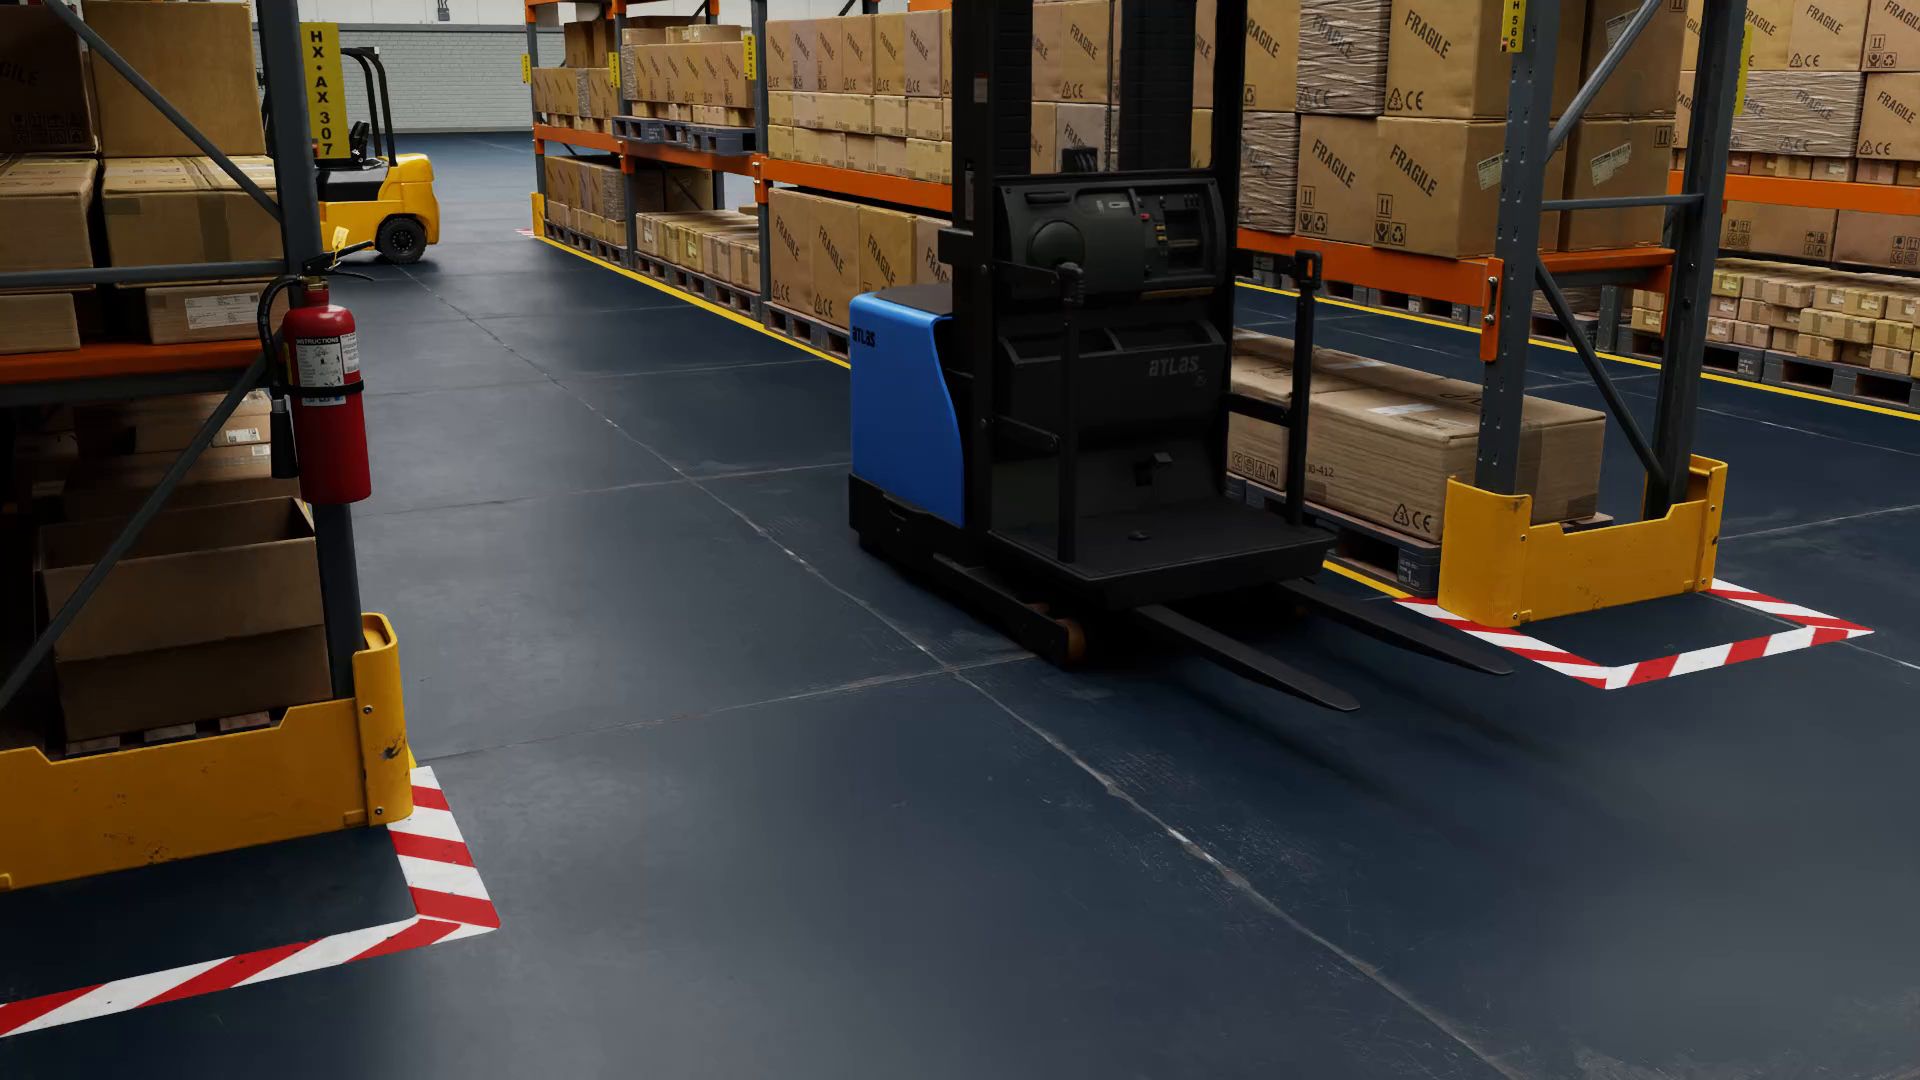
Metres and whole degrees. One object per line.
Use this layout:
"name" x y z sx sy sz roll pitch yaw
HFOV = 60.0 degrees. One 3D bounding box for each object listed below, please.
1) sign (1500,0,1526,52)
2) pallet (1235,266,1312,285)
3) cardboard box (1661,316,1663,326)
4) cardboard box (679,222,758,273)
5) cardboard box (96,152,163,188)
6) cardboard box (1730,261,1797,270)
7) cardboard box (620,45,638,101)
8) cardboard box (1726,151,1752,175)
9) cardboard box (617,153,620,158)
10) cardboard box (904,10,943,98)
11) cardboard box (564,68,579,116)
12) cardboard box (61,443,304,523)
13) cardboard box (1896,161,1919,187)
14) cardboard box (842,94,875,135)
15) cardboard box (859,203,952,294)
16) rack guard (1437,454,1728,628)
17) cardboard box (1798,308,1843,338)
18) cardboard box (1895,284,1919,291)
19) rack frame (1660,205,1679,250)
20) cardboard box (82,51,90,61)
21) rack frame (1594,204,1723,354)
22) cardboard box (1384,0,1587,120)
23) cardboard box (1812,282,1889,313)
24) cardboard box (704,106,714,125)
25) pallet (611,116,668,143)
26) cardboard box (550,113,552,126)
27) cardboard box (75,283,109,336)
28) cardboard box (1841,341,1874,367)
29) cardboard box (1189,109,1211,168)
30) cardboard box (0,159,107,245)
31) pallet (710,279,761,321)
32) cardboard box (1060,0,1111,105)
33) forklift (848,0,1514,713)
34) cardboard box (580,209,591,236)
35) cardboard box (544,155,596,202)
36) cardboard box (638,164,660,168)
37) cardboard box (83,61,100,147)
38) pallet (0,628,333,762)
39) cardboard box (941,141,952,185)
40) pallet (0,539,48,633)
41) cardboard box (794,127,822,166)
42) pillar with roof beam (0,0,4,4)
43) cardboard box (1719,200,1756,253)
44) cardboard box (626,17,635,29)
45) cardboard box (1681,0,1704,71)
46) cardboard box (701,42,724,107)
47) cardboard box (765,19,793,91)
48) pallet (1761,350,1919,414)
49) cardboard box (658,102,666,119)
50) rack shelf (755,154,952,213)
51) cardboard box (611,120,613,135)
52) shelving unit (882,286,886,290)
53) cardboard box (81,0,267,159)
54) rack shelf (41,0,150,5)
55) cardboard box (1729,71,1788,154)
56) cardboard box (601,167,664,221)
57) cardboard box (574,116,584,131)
"sign" 1.903 -1.838 5.688 0.100 0.325 0.005 -8 18 -25
"pallet" 3.020 -2.701 16.279 1.003 0.211 1.213 -8 18 -25
"cardboard box" 5.037 -1.481 11.381 0.380 0.149 0.250 -7 17 -23
"cardboard box" -2.004 -2.664 15.098 0.950 0.372 0.625 -7 17 -23
"cardboard box" -2.710 -1.219 5.794 0.500 0.250 0.500 -8 18 -26
"cardboard box" 5.587 -1.847 11.577 0.380 0.149 0.250 -7 18 -24
"cardboard box" -2.913 -4.447 15.827 0.500 0.500 0.500 -7 18 -24
"cardboard box" 5.224 -2.499 10.977 0.380 0.149 0.250 -9 18 -27
"cardboard box" -3.699 -4.437 18.961 0.380 0.149 0.250 -7 18 -24
"cardboard box" -0.011 -2.958 10.126 0.500 0.500 0.500 -7 18 -24
"cardboard box" -3.971 -4.858 18.019 0.500 0.500 0.500 -8 18 -26
"cardboard box" -2.586 -0.009 5.614 0.700 0.500 0.500 -7 17 -23
"cardboard box" 5.789 -2.173 9.839 0.380 0.149 0.250 -7 18 -24
"cardboard box" -0.465 -2.845 11.093 0.500 0.250 0.500 -7 18 -24
"cardboard box" -0.102 -1.769 11.068 0.875 0.875 0.875 -7 17 -23
"rack guard" 2.407 -0.022 6.421 1.175 0.500 0.348 -8 18 -25
"cardboard box" 5.520 -1.374 10.469 0.380 0.149 0.250 -8 18 -25
"cardboard box" 6.087 -1.516 10.424 0.380 0.149 0.250 -8 18 -25
"rack frame" 7.800 -4.411 17.183 1.000 3.000 0.127 -8 18 -25
"cardboard box" -7.732 -4.150 14.377 0.380 0.149 0.250 -8 18 -25
"rack frame" 5.050 -2.845 11.725 1.000 3.000 0.127 -8 18 -25
"cardboard box" 1.971 -1.849 6.262 0.500 0.500 0.500 -7 17 -23
"cardboard box" 5.603 -1.527 10.462 0.380 0.149 0.250 -8 18 -27
"cardboard box" -1.900 -3.525 13.791 0.380 0.149 0.250 -9 18 -28
"pallet" -2.657 -3.906 15.771 1.003 0.211 1.213 -8 18 -25
"cardboard box" -4.484 -4.830 19.101 0.380 0.149 0.250 -8 18 -27
"cardboard box" -2.506 -0.628 4.457 0.380 0.149 0.250 -7 17 -23
"cardboard box" 5.709 -1.174 10.312 0.380 0.149 0.250 -7 17 -23
"cardboard box" 1.269 -1.744 7.710 0.500 0.500 0.500 -7 17 -23
"cardboard box" -2.941 -1.033 5.145 0.500 0.250 0.500 -7 17 -23
"pallet" -1.449 -2.067 14.070 1.003 0.211 1.213 -8 18 -25
"cardboard box" 0.851 -2.477 8.449 0.500 0.500 0.500 -8 18 -26
"forklift" 0.669 -1.118 5.831 1.130 2.935 3.031 -9 18 -27
"cardboard box" -3.822 -3.457 18.082 0.500 0.250 0.500 -7 18 -24
"cardboard box" -4.497 -4.198 19.306 0.500 0.500 0.500 -8 18 -27
"cardboard box" -3.121 -3.756 17.765 0.500 0.500 0.500 -7 17 -23
"cardboard box" -3.827 -2.018 7.901 0.700 0.500 0.500 -7 18 -23
"pallet" -2.447 0.495 5.143 1.003 0.211 1.213 -8 18 -25
"cardboard box" 0.221 -2.230 9.856 0.500 0.250 0.500 -8 18 -26
"pallet" -2.978 0.193 6.195 1.003 0.211 1.213 -8 18 -25
"cardboard box" -0.879 -2.864 12.065 0.500 0.250 0.500 -8 18 -27
"pillar with roof beam" -5.709 -7.718 17.833 9.100 9.000 0.400 -8 18 -25
"cardboard box" 8.084 -3.418 16.813 1.225 0.875 0.875 -9 18 -27
"cardboard box" -3.063 -5.141 17.195 0.700 0.500 0.500 -8 18 -25
"cardboard box" 5.028 -3.375 11.040 0.500 0.500 0.500 -7 18 -24
"cardboard box" -1.794 -3.812 13.615 0.500 0.500 0.500 -8 18 -26
"cardboard box" -1.112 -3.590 12.329 0.500 0.500 0.500 -8 18 -27
"pallet" 5.914 -1.039 10.489 1.003 0.211 1.213 -8 18 -25
"cardboard box" -2.533 -3.918 15.160 0.380 0.149 0.250 -7 18 -24
"rack shelf" -0.232 -2.372 11.381 1.077 0.370 4.000 -8 18 -25
"cardboard box" -3.275 -4.127 16.650 0.380 0.149 0.250 -8 18 -25
"shelving unit" -0.198 -0.601 7.440 0.215 1.050 0.252 -9 18 -27
"cardboard box" -2.678 -1.577 5.681 0.500 0.500 0.500 -7 18 -23
"rack shelf" -8.197 -5.196 15.786 1.077 0.370 4.000 -8 18 -25
"cardboard box" 5.263 -2.761 10.712 0.500 0.500 0.500 -8 18 -25
"cardboard box" -3.361 -3.560 17.082 0.500 0.500 0.500 -8 18 -26
"cardboard box" -3.954 -4.505 17.967 0.380 0.149 0.250 -7 18 -24
